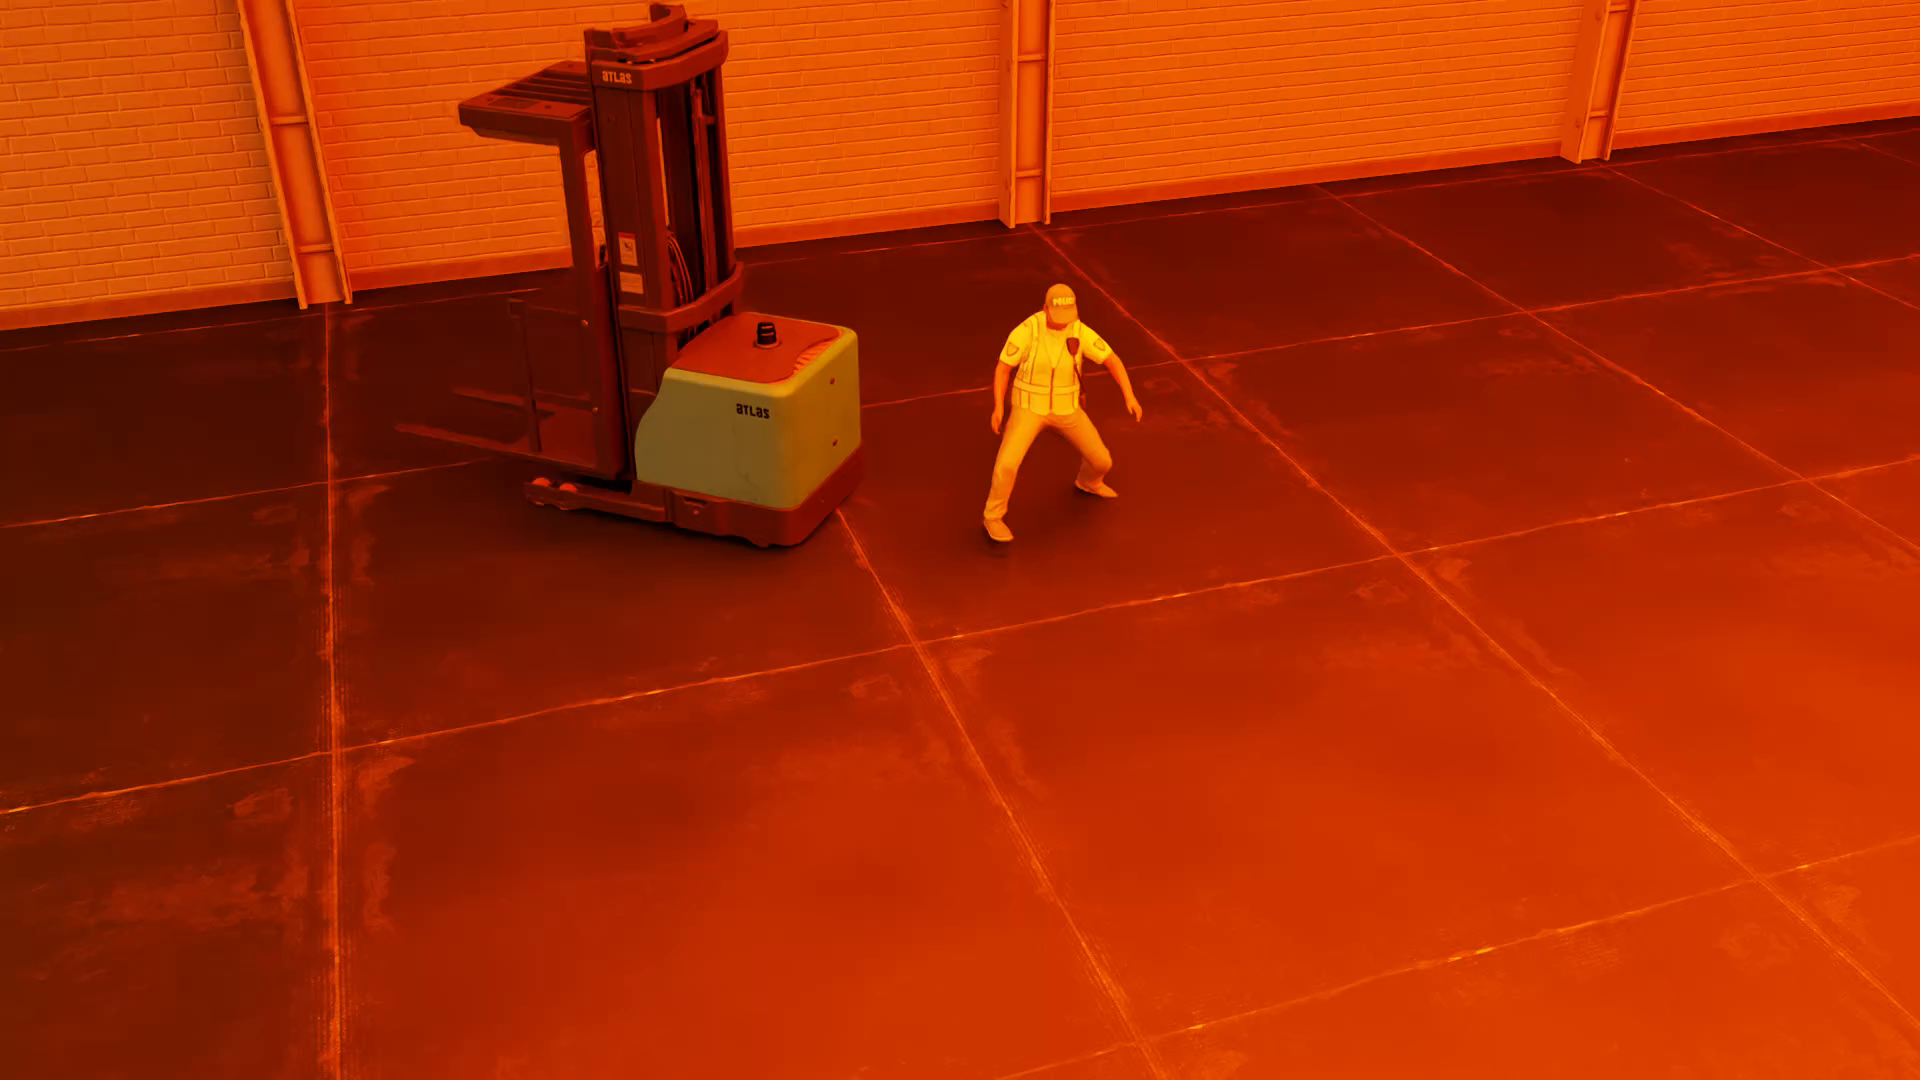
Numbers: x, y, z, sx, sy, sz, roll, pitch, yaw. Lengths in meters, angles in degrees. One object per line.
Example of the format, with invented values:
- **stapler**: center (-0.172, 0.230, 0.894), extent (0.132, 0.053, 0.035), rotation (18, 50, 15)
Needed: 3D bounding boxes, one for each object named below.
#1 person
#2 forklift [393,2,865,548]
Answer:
- **person**: center (0.586, -0.783, 9.920), extent (0.928, 1.541, 0.779), rotation (-3, 30, -5)
- **forklift**: center (-2.177, -1.683, 10.012), extent (3.031, 2.935, 1.130), rotation (11, 32, 19)
